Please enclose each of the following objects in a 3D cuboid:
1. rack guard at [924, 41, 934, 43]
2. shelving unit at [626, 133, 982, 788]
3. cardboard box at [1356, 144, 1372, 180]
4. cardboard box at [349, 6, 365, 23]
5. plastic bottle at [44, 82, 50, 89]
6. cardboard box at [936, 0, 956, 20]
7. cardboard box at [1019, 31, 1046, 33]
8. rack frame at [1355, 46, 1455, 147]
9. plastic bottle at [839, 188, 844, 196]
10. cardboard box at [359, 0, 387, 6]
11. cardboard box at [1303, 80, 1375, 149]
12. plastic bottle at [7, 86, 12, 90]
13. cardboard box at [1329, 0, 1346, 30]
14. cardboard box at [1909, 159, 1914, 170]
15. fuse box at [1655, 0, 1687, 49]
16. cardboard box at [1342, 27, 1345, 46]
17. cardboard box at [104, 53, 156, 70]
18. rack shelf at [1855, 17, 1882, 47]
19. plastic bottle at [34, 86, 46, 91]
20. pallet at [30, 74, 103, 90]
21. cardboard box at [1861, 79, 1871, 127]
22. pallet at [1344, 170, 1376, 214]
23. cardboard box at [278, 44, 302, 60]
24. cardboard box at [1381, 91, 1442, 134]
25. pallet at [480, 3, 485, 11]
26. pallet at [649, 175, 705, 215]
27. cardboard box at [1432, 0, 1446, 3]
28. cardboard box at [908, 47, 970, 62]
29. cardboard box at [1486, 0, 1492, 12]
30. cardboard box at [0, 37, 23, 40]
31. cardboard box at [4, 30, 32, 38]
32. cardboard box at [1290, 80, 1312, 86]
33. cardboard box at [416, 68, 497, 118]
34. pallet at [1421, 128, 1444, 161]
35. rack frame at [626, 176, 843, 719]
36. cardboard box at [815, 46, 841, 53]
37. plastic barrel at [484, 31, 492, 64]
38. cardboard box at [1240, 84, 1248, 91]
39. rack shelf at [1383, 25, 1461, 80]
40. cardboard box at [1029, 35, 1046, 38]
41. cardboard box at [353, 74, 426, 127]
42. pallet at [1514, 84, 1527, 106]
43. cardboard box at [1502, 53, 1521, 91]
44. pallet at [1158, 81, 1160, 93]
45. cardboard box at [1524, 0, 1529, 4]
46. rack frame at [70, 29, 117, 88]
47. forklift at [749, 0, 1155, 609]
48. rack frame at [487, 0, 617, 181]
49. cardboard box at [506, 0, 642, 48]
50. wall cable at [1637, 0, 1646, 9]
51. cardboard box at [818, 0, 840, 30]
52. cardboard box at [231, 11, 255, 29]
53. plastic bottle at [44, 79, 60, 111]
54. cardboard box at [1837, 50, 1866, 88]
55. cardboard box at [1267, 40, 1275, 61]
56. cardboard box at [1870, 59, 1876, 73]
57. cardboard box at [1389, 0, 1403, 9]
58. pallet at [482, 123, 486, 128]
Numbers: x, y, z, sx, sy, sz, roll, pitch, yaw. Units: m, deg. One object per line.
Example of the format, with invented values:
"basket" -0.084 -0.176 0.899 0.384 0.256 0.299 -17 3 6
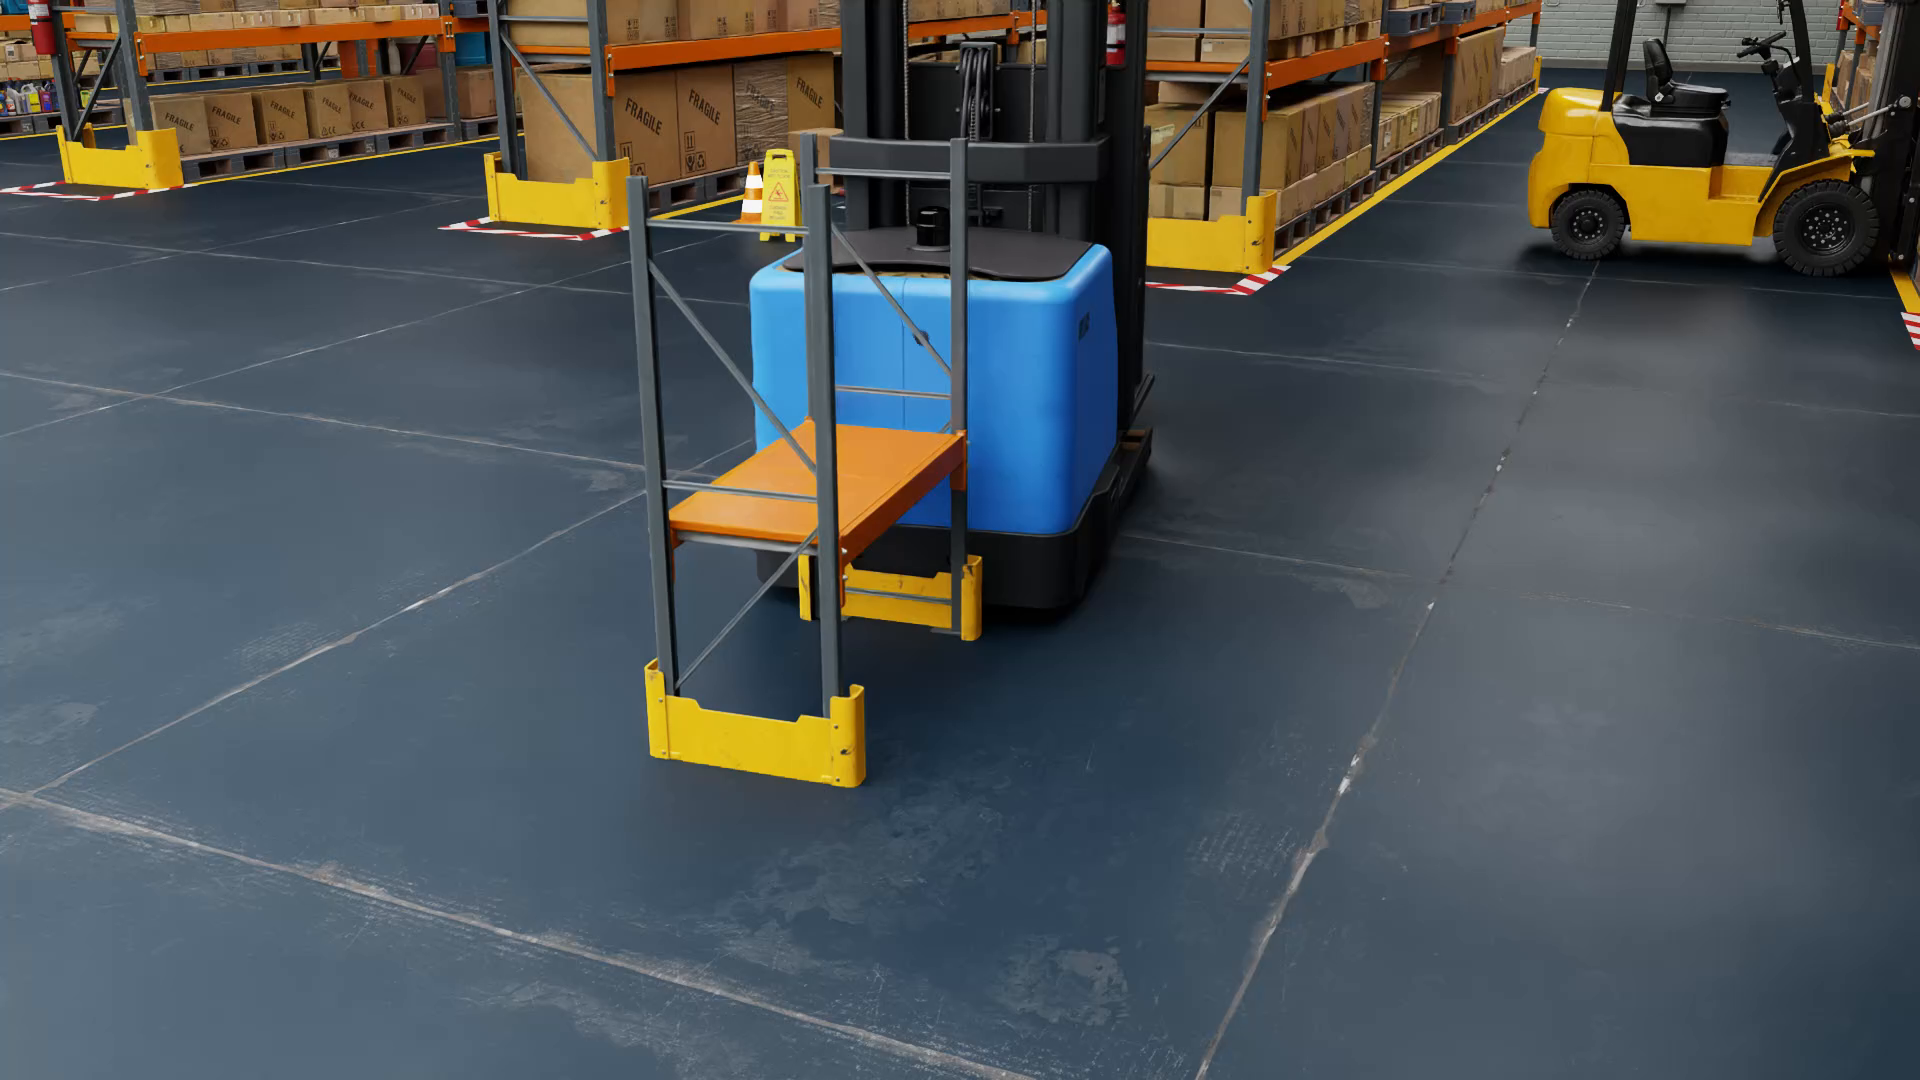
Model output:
"rack guard" -1.012 -8.327 28.638 1.175 0.500 0.348 9 21 23
"shelving unit" -0.374 -0.279 4.515 0.587 1.500 1.083 6 21 17
"cardboard box" 3.108 -3.154 13.839 0.500 0.250 0.500 10 22 25
"cardboard box" -6.248 -5.312 16.803 0.380 0.149 0.250 9 21 23
"plastic bottle" -10.985 -5.394 20.074 0.097 0.271 0.097 0 20 0
"cardboard box" -0.370 -5.751 17.514 0.500 0.500 0.500 9 21 24
"cardboard box" 1.064 -6.584 21.991 0.500 0.250 0.500 9 22 24
"rack frame" 4.743 -5.693 17.499 1.000 3.000 0.127 9 21 23
"plastic bottle" -0.891 -2.988 14.279 0.283 0.061 0.133 1 20 4
"cardboard box" -6.414 -5.740 17.038 0.875 0.500 0.500 9 21 23
"cardboard box" 3.107 -3.508 13.713 0.500 0.500 0.500 8 21 22
"plastic bottle" -11.113 -5.180 19.474 0.097 0.271 0.097 0 20 0
"cardboard box" 2.531 -4.012 12.181 0.500 0.500 0.500 8 21 22
"cardboard box" 6.734 -2.516 11.297 0.500 0.250 0.500 8 21 22
"fuse box" 12.163 -8.925 28.511 0.539 1.711 0.414 9 21 23
"cardboard box" 2.706 -3.826 12.626 0.380 0.149 0.250 8 21 22
"cardboard box" -12.887 -7.542 25.774 0.500 0.500 0.500 10 22 25
"rack shelf" 10.092 -5.285 17.427 1.077 0.370 4.000 9 21 23
"plastic bottle" -10.680 -5.151 19.384 0.152 0.276 0.135 9 21 23
"pallet" -13.707 -6.853 24.922 1.003 0.211 1.213 9 21 23
"cardboard box" 9.676 -4.503 17.259 0.500 0.500 0.500 10 22 25
"pallet" 2.862 -2.946 13.937 1.003 0.211 1.213 9 21 23
"cardboard box" -11.637 -8.475 28.396 0.500 0.500 0.500 8 21 22
"cardboard box" 4.502 -4.481 17.387 0.950 0.372 0.625 7 21 19
"pallet" -5.071 -6.351 19.637 1.003 0.211 1.213 9 21 23
"pallet" -2.834 -2.837 13.630 1.003 0.211 1.213 9 21 23
"cardboard box" 4.507 -5.303 16.151 0.380 0.149 0.250 9 21 24
"cardboard box" -0.501 -5.037 18.387 1.050 0.750 0.750 9 21 24
"cardboard box" 5.994 -6.366 19.616 0.500 0.250 0.500 8 21 21
"cardboard box" -14.024 -7.298 24.652 0.500 0.311 0.500 8 21 21
"cardboard box" -16.726 -9.010 29.410 0.750 0.750 0.750 9 22 24
"cardboard box" 2.617 -3.582 13.922 0.500 0.500 0.500 10 22 25
"cardboard box" -5.665 -5.044 18.749 0.700 0.500 0.500 7 21 19
"pallet" 4.421 -4.140 17.295 1.003 0.211 1.213 9 21 23
"rack frame" -0.534 -0.114 4.051 0.500 1.500 0.032 6 21 17
"cardboard box" -2.317 -7.663 25.583 0.875 0.875 0.875 9 21 23
"plastic barrel" -7.417 -8.000 26.492 0.600 0.901 0.708 9 21 23
"cardboard box" 2.195 -3.618 13.054 0.380 0.149 0.250 10 22 26
"rack shelf" 3.924 -4.742 15.900 1.077 0.370 4.000 9 21 23
"cardboard box" 1.111 -6.196 20.900 0.500 0.250 0.500 9 21 23
"cardboard box" -6.136 -4.733 17.904 0.500 0.500 0.500 8 21 21
"pallet" 7.262 -6.197 23.080 1.003 0.211 1.213 9 21 23
"cardboard box" 7.102 -6.357 22.564 0.875 0.438 0.875 8 21 21
"pallet" 2.564 -6.834 24.871 1.003 0.211 1.213 9 21 23
"cardboard box" 7.442 -7.532 22.522 0.500 0.500 0.500 9 22 24
"rack frame" -13.334 -8.413 25.148 1.000 3.000 0.127 9 21 23
"forklift" 0.169 -1.626 6.167 1.130 2.935 3.031 4 20 12
"rack frame" -3.090 -3.895 12.445 1.000 3.000 0.127 9 21 23
"cardboard box" -2.980 -4.086 12.757 0.875 0.550 0.550 9 21 23
"wall cable" 11.605 -10.153 28.524 0.588 1.984 0.122 9 21 23
"cardboard box" -1.593 -5.074 15.537 0.875 0.550 0.550 9 21 23
"cardboard box" -6.812 -4.846 15.493 0.380 0.149 0.250 9 21 23
"plastic bottle" -10.534 -5.173 19.335 0.144 0.351 0.185 7 21 20
"cardboard box" 12.212 -6.306 22.322 0.797 0.503 0.637 8 21 21
"cardboard box" 1.885 -3.283 11.099 0.380 0.149 0.250 9 21 24
"cardboard box" 10.147 -5.156 18.125 0.380 0.149 0.250 8 21 23
"cardboard box" 3.619 -4.675 14.386 0.380 0.149 0.250 9 21 23
"pallet" -5.120 -5.128 20.074 1.003 0.211 1.213 9 21 23
